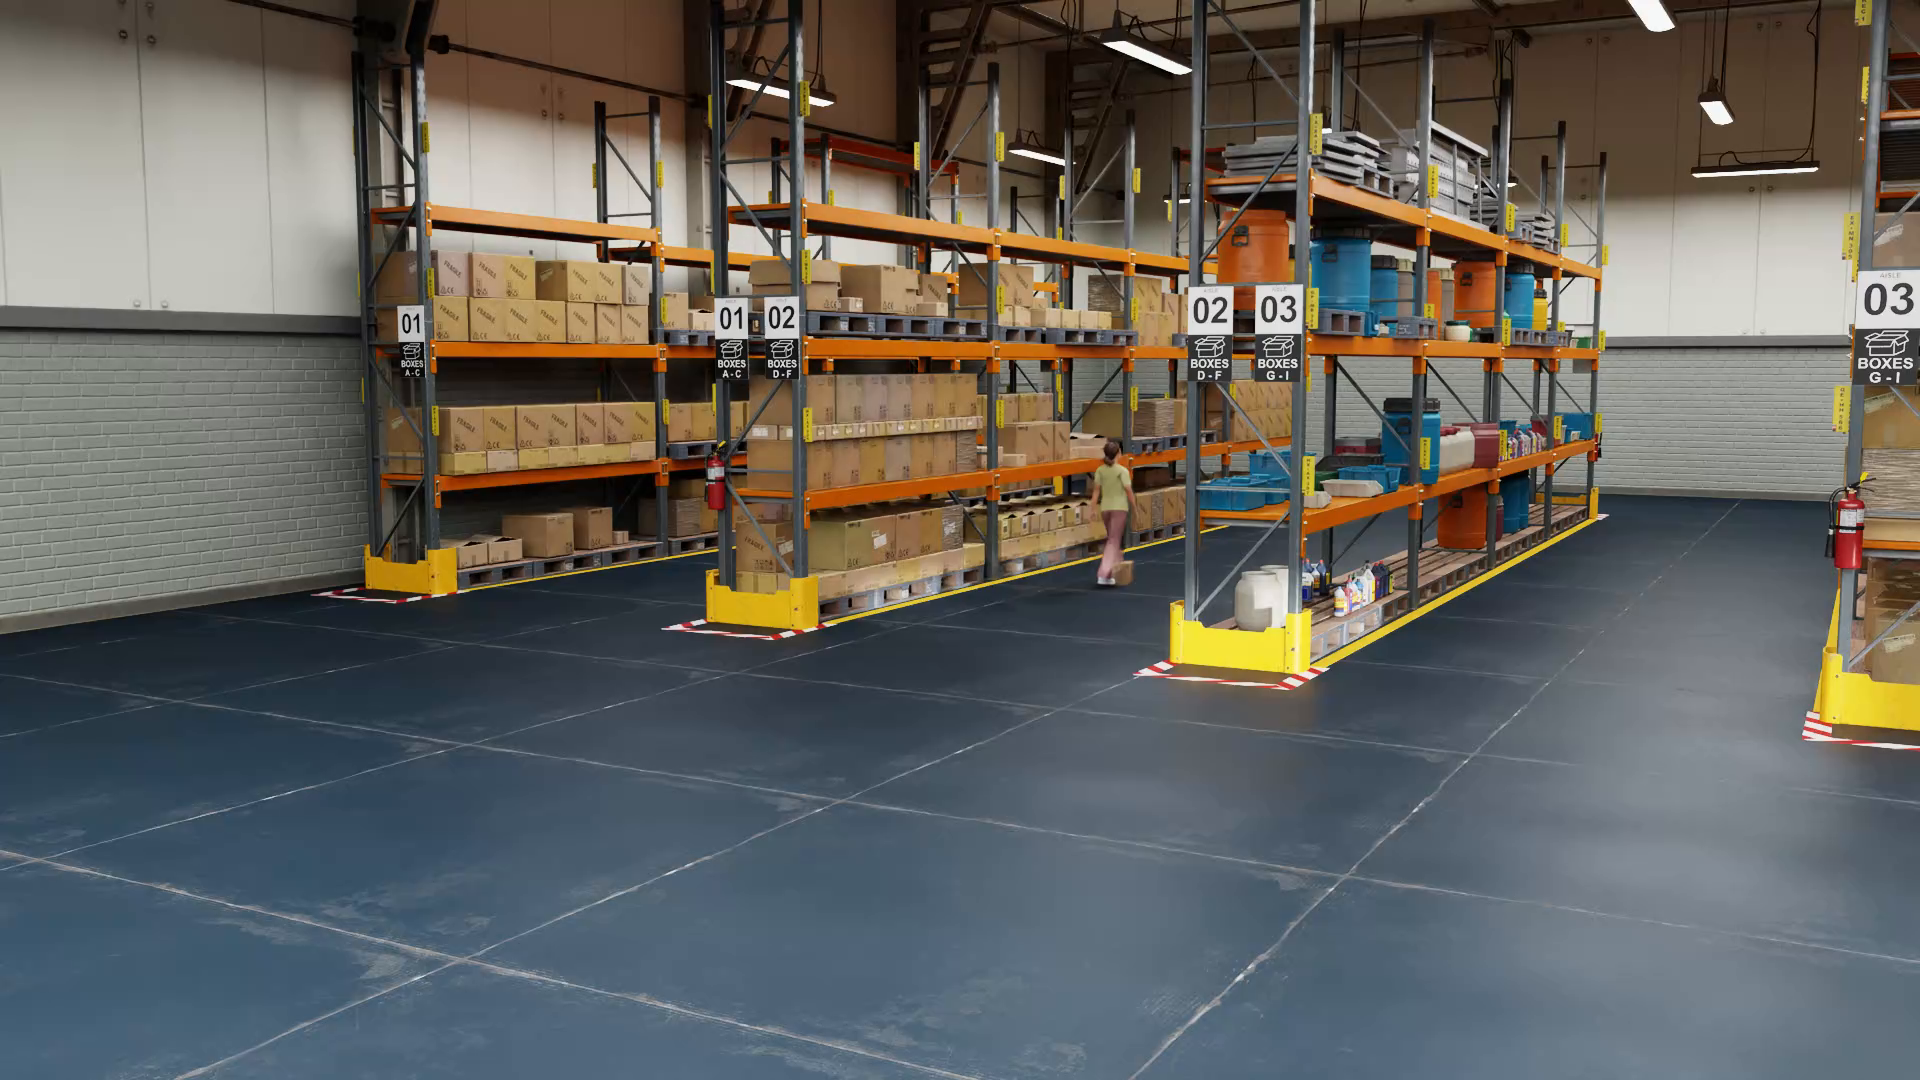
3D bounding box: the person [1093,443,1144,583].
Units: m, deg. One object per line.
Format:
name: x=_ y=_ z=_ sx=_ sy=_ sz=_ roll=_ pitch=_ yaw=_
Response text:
person: x=1.891 y=-0.326 z=19.310 sx=0.468 sy=1.605 sz=1.027 roll=5 pitch=8 yaw=41
